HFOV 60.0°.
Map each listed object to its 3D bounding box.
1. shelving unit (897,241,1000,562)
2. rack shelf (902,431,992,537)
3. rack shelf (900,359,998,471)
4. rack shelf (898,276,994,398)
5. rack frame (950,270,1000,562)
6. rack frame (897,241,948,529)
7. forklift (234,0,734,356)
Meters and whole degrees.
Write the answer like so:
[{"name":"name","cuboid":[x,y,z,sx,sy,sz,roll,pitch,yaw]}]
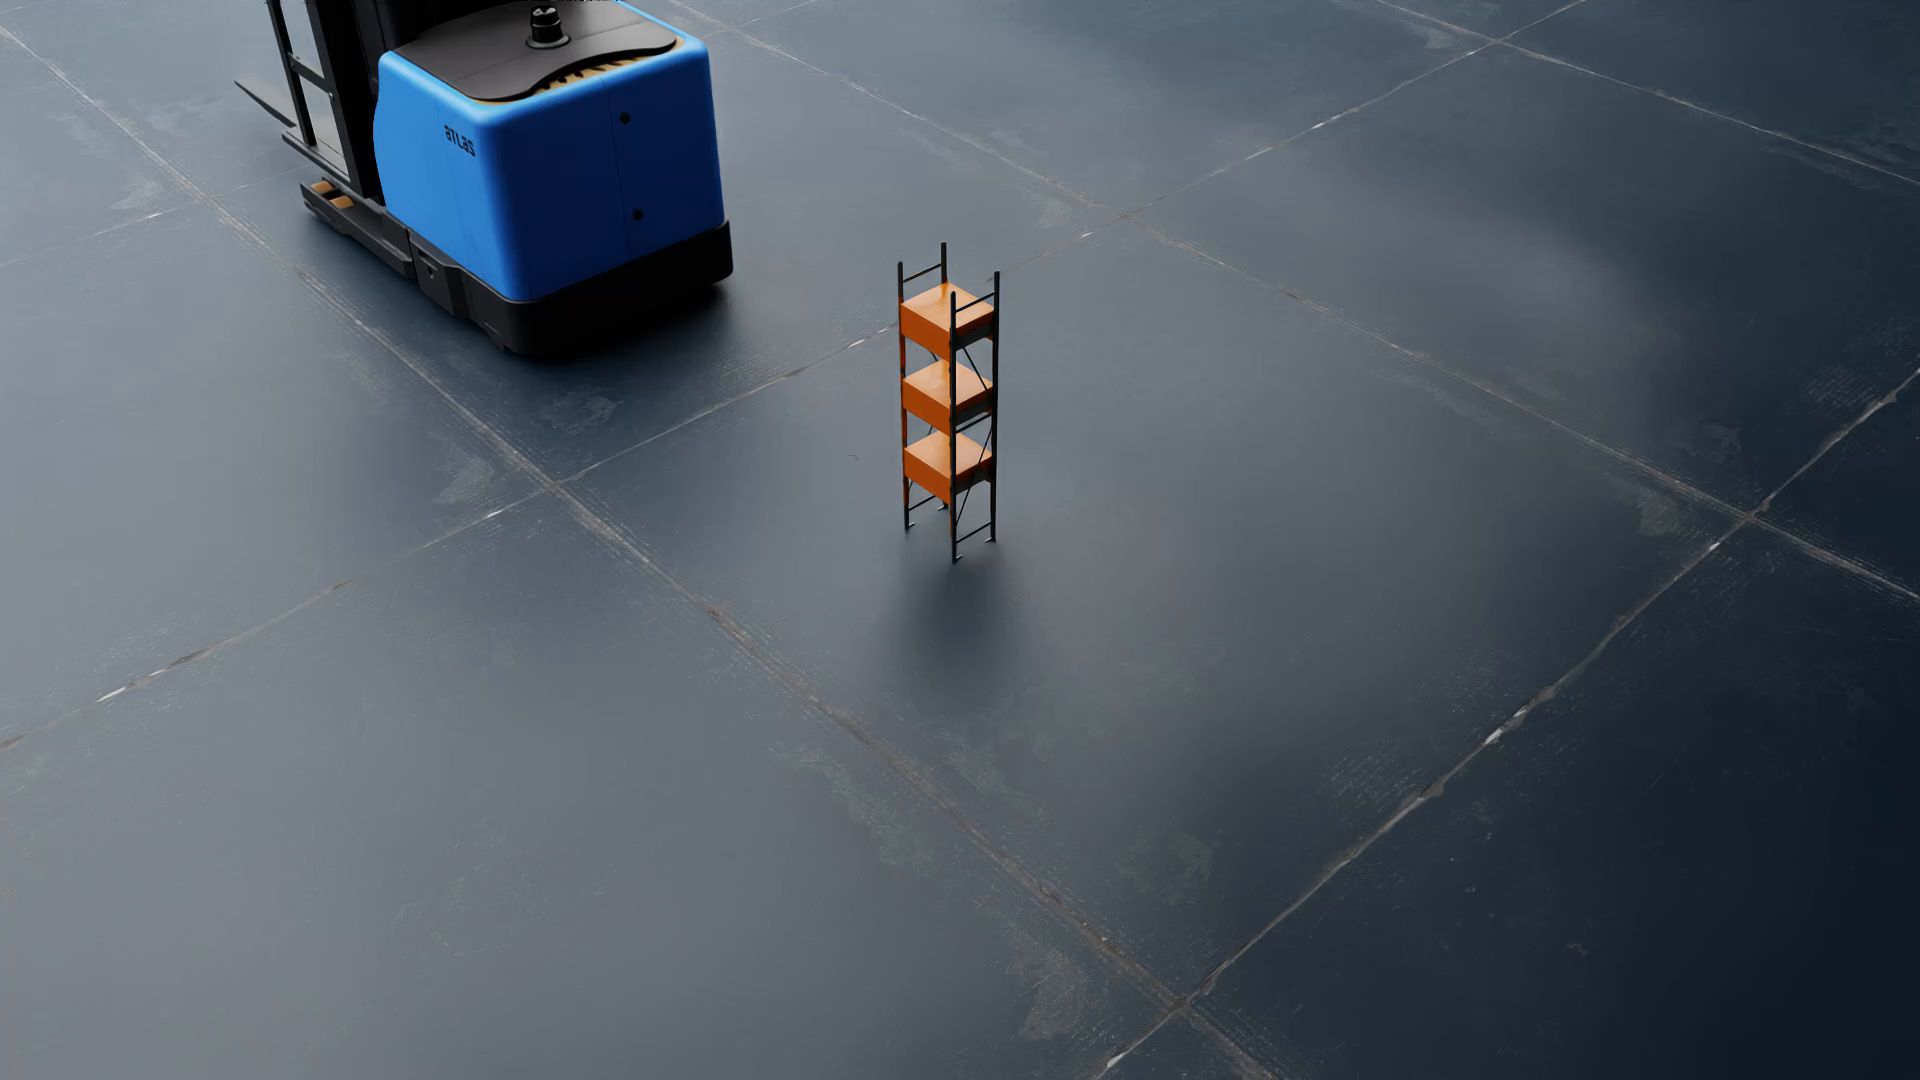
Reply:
[{"name":"shelving unit","cuboid":[-0.036,-0.433,5.451,0.215,1.050,0.252,-30,48,-32]},{"name":"rack shelf","cuboid":[-0.036,-0.209,5.632,0.215,0.259,0.240,-30,48,-32]},{"name":"rack shelf","cuboid":[-0.036,-0.425,5.457,0.215,0.259,0.240,-30,48,-32]},{"name":"rack shelf","cuboid":[-0.036,-0.646,5.279,0.215,0.259,0.240,-30,48,-32]},{"name":"rack frame","cuboid":[0.046,-0.377,5.381,0.200,1.050,0.008,-30,48,-32]},{"name":"rack frame","cuboid":[-0.119,-0.490,5.521,0.200,1.050,0.008,-30,48,-32]},{"name":"forklift","cuboid":[-2.327,-2.702,6.763,1.130,2.935,3.031,-30,48,-32]}]
